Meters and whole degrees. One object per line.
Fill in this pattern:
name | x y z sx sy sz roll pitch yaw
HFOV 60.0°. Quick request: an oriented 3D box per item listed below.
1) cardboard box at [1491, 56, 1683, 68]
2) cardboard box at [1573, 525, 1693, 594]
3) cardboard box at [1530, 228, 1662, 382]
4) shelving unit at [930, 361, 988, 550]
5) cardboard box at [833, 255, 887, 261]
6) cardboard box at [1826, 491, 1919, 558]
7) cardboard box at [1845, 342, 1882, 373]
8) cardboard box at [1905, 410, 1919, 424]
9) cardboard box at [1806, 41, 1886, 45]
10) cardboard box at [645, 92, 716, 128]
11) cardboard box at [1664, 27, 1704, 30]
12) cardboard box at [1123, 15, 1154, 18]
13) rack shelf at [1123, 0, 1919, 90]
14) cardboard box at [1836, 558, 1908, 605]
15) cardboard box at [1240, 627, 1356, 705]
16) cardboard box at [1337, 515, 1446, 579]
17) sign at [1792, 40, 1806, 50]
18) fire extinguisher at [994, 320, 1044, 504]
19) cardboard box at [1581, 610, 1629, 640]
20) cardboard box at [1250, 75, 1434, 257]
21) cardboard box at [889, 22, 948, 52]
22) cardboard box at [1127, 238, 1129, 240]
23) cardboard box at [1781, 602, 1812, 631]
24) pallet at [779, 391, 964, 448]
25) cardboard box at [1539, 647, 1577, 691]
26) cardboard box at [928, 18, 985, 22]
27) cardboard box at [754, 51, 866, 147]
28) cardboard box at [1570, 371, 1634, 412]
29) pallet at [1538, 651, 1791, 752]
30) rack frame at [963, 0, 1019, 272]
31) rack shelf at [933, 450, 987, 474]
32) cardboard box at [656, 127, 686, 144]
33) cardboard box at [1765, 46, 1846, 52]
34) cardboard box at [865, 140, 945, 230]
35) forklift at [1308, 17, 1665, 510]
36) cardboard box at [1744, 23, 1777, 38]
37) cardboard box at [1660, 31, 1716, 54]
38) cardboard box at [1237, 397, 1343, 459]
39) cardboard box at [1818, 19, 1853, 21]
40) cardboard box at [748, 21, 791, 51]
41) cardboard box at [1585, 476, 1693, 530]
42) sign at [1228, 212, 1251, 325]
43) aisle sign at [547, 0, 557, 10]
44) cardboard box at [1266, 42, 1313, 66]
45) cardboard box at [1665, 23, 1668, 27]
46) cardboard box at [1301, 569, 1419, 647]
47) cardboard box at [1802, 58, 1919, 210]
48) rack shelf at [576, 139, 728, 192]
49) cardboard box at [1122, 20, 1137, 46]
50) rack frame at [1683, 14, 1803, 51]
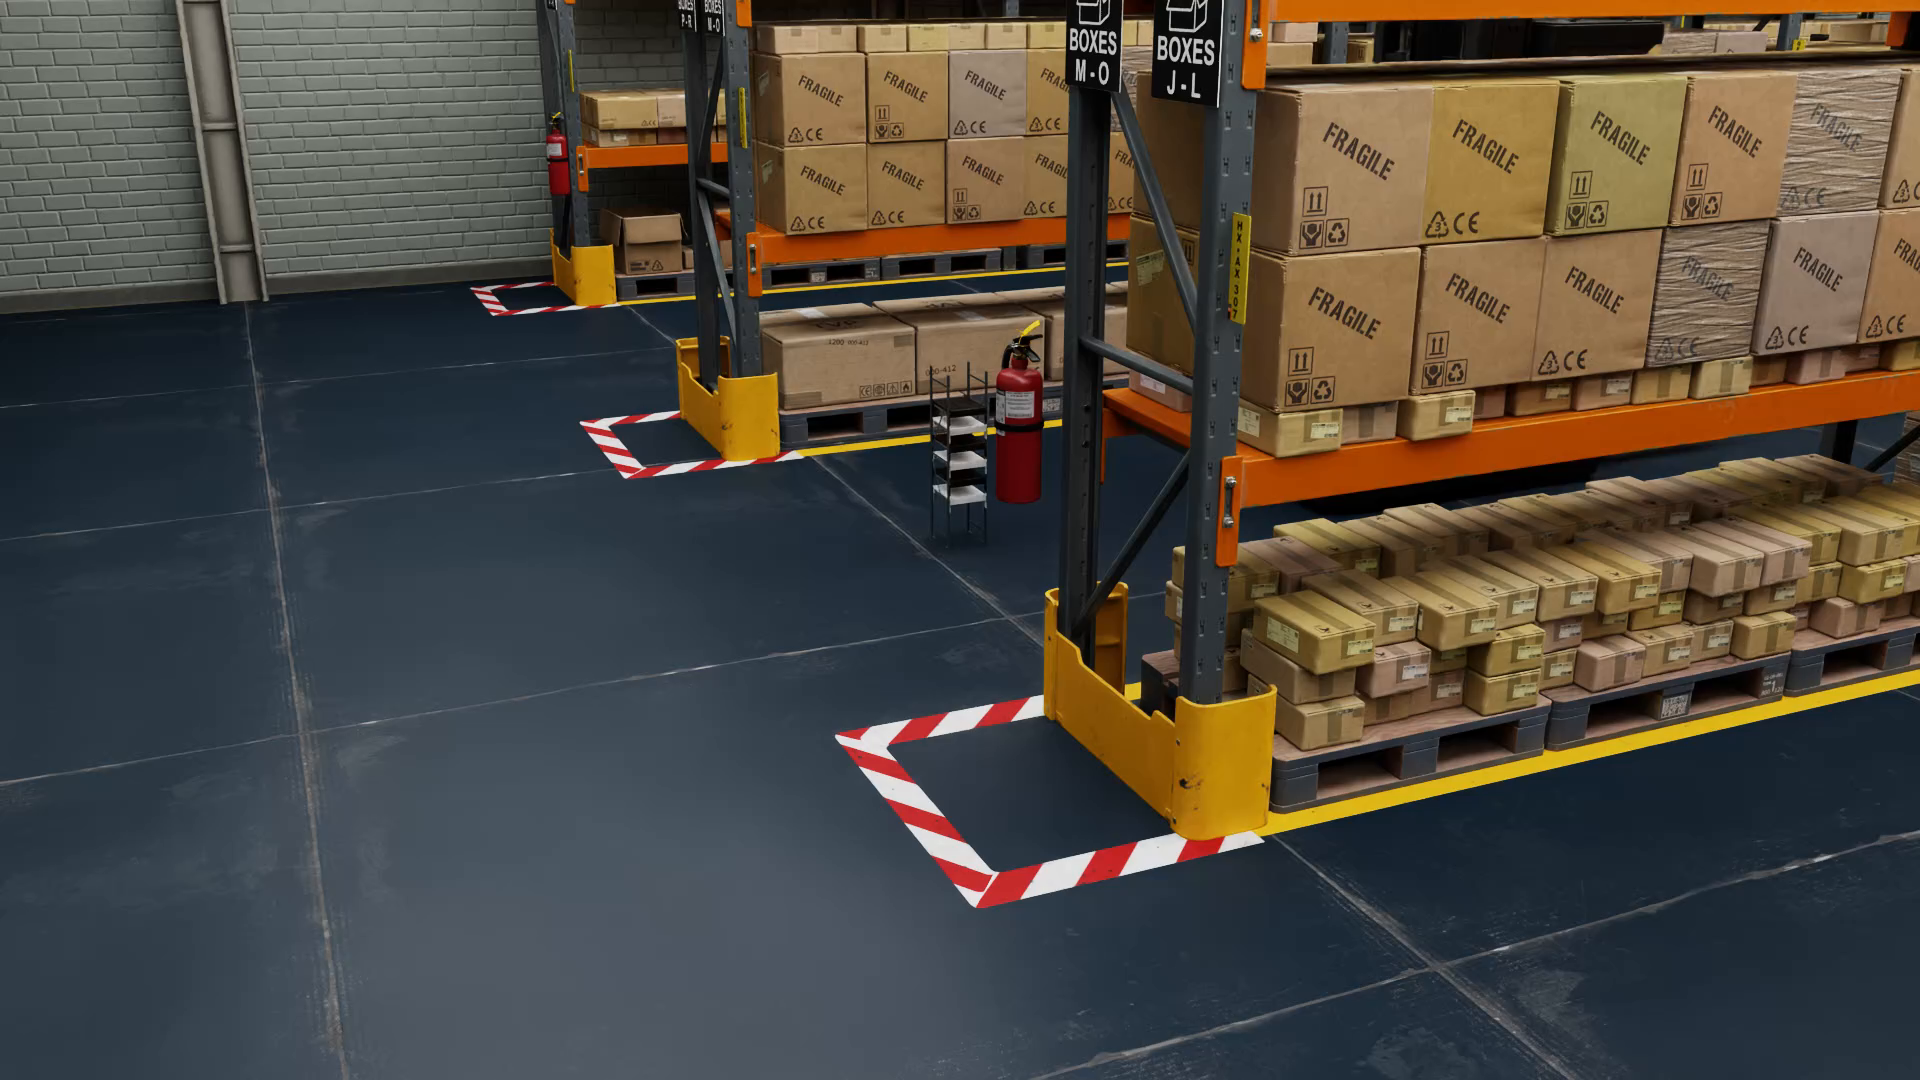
cardboard box | 2.374 -1.583 6.397 0.500 0.500 0.500 -9 21 -24
cardboard box | 2.638 0.080 6.543 0.250 0.149 0.380 -8 21 -22
cardboard box | 2.087 -0.880 5.907 0.500 0.500 0.500 -8 21 -21
shelving unit | -0.007 -0.423 8.370 0.210 0.900 0.258 -8 21 -22
cardboard box | -1.042 -2.896 15.363 0.500 0.500 0.700 -9 21 -24
cardboard box | 3.859 -0.068 6.962 0.250 0.149 0.380 -8 21 -21
cardboard box | 3.406 -0.781 6.602 0.250 0.149 0.380 -9 21 -23
cardboard box | 4.885 -0.653 7.863 0.500 0.250 0.500 -9 21 -23
cardboard box | 7.161 -3.796 13.556 0.500 0.500 0.500 -10 22 -26
cardboard box | -2.408 -3.702 14.298 0.500 0.250 0.500 -8 21 -21
cardboard box | 5.371 -3.656 12.734 0.500 0.500 0.500 -9 21 -24
cardboard box | 1.156 -3.365 10.930 0.250 0.149 0.380 -8 21 -22
rack shelf | 2.465 -1.918 6.019 4.000 0.370 1.077 -8 21 -22
cardboard box | 3.656 0.119 6.879 0.250 0.149 0.380 -9 21 -24
cardboard box | 1.211 0.436 5.979 0.250 0.149 0.380 -7 21 -20
cardboard box | 1.718 0.037 6.666 0.250 0.149 0.380 -9 21 -24
sign | 6.144 -3.505 12.217 0.005 0.325 0.100 -8 21 -22
fire extinguisher | 0.215 -0.475 6.031 0.183 0.674 0.296 -8 21 -22
cardboard box | 2.392 0.246 6.521 0.250 0.149 0.380 -7 21 -19
cardboard box | 1.146 -1.216 5.357 0.500 0.500 0.500 -8 21 -22
cardboard box | -0.258 -2.958 9.774 0.250 0.149 0.380 -9 21 -24
cardboard box | 1.757 -3.266 16.414 0.500 0.500 0.500 -9 21 -24
cardboard box | 3.298 0.257 6.935 0.250 0.149 0.380 -9 21 -23
pallet | -0.722 -0.889 10.730 1.213 0.211 1.003 -8 21 -22
cardboard box | 2.144 0.439 6.419 0.250 0.149 0.380 -8 21 -22
cardboard box | -0.025 -3.193 10.442 0.250 0.149 0.380 -8 21 -21
cardboard box | -0.871 -2.571 9.650 0.500 0.500 0.500 -9 21 -23
cardboard box | 2.222 -0.597 6.078 0.250 0.149 0.380 -9 21 -23
pallet | 2.577 0.471 6.867 1.213 0.211 1.003 -8 21 -22
rack frame | 0.279 -4.115 15.692 0.127 3.000 1.000 -8 21 -22
rack shelf | -0.007 -0.392 8.381 0.200 0.077 0.258 -8 21 -22
cardboard box | -2.541 -3.523 14.388 0.250 0.149 0.380 -8 21 -23
cardboard box | 6.426 -3.502 12.721 0.500 0.500 0.500 -9 21 -23
cardboard box | -0.417 -2.173 10.027 0.500 0.500 0.500 -8 21 -23
forklift | 3.088 -1.853 9.372 3.031 2.935 1.130 -9 21 -23
cardboard box | 8.974 -5.755 18.776 0.250 0.149 0.380 -9 21 -23
cardboard box | 5.082 -3.429 12.088 0.500 0.500 0.500 -8 21 -21
cardboard box | 1.056 -0.403 5.530 0.250 0.149 0.380 -8 21 -22
cardboard box | 10.414 -6.145 19.882 0.250 0.149 0.380 -8 21 -21
cardboard box | -1.175 -3.009 9.917 0.250 0.149 0.380 -8 21 -21
cardboard box | 2.918 -0.141 7.171 0.250 0.149 0.380 -8 21 -21
sign | 0.844 -0.822 5.037 0.005 0.325 0.100 -8 21 -22
aisle sign | -3.341 -4.716 13.486 0.004 0.787 0.394 -8 21 -22
cardboard box | 1.924 -2.974 10.797 0.500 0.500 0.500 -8 21 -22
cardboard box | 7.798 -5.795 18.888 0.250 0.149 0.380 -8 21 -22
cardboard box | 1.450 0.248 6.064 0.250 0.149 0.380 -8 21 -21
cardboard box | 3.504 -1.551 6.306 0.500 0.500 0.500 -9 21 -24
rack shelf | -1.558 -3.512 15.065 4.000 0.370 1.077 -8 21 -22
cardboard box | 0.892 -3.140 10.291 0.250 0.149 0.380 -9 21 -23
rack frame | 5.921 -3.128 12.889 0.127 3.000 1.000 -8 21 -22
